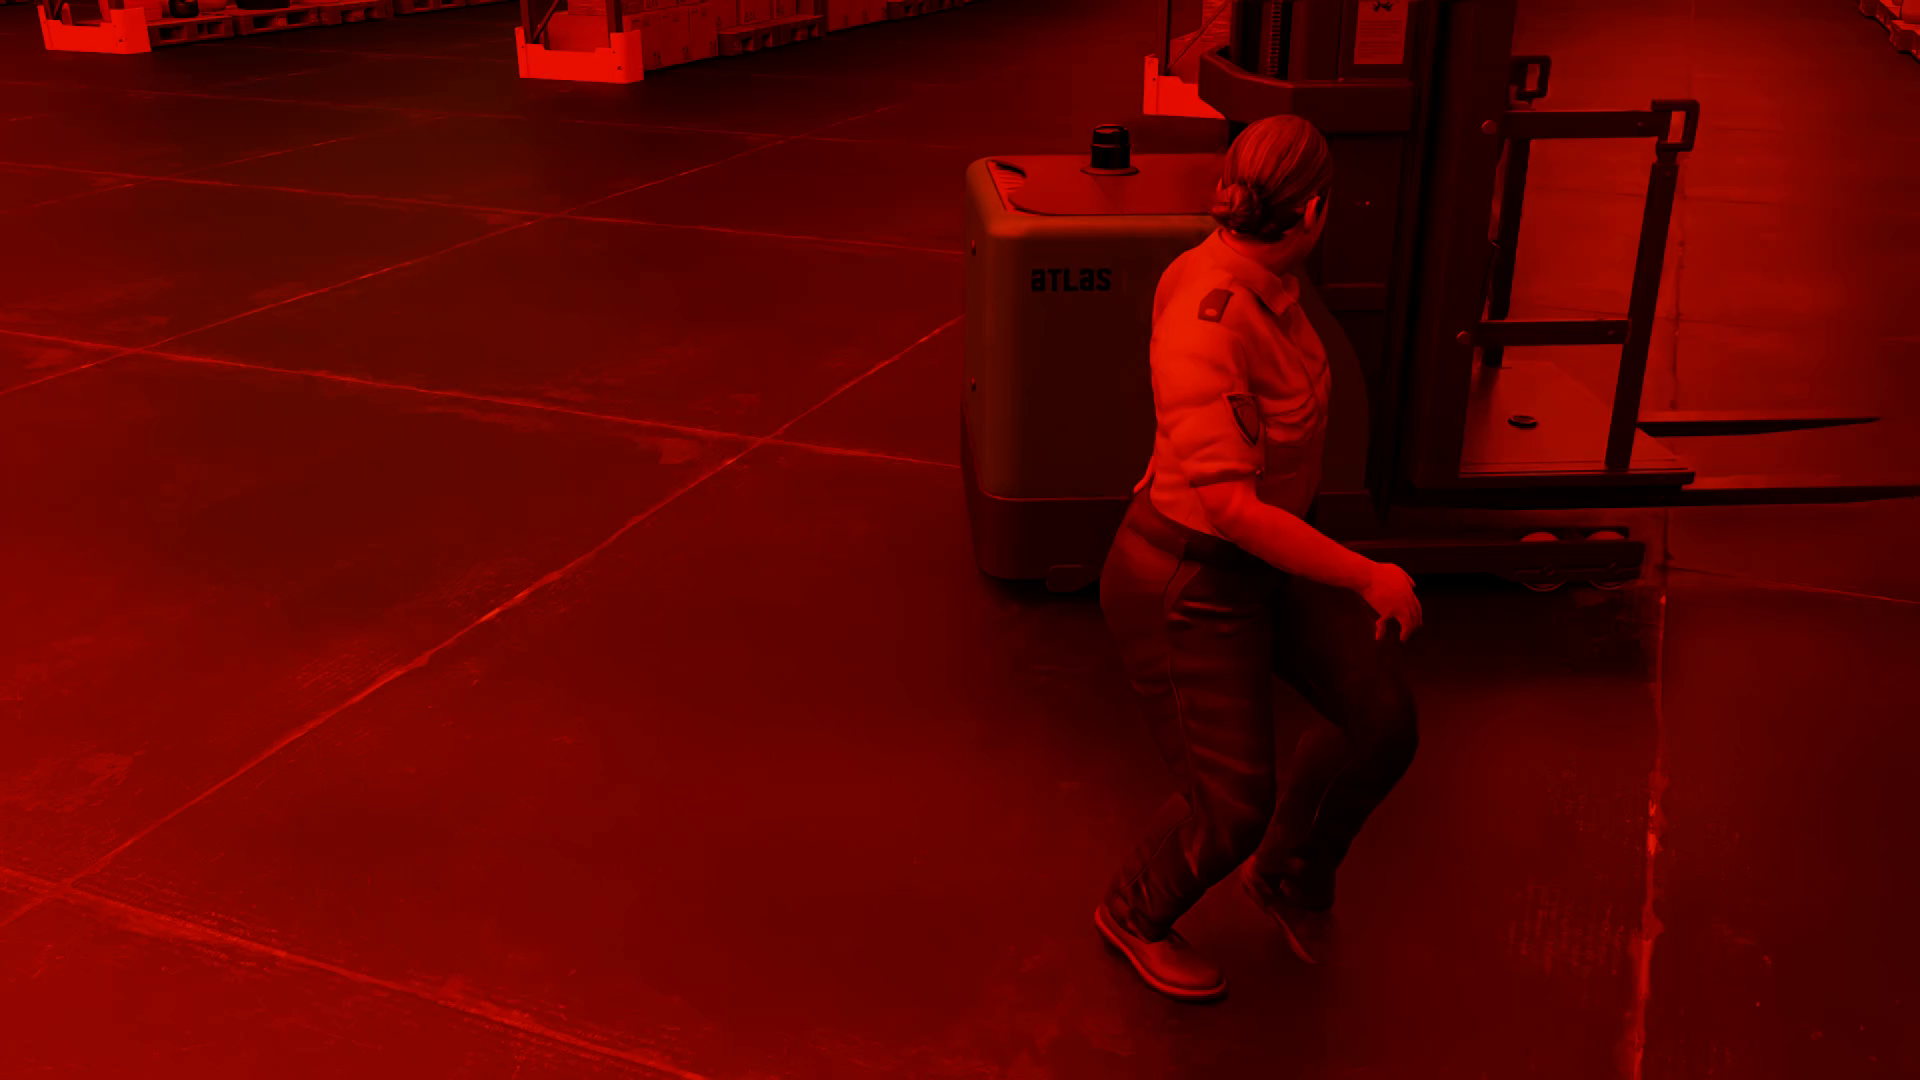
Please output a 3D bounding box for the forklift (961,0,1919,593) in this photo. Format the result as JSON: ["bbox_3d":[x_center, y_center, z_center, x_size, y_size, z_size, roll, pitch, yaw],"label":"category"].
[{"bbox_3d":[1.541,-1.408,4.662,3.031,2.935,1.130,-1,23,-3],"label":"forklift"}]

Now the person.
[{"bbox_3d":[0.472,0.088,2.898,0.713,1.633,0.610,16,28,34],"label":"person"}]
